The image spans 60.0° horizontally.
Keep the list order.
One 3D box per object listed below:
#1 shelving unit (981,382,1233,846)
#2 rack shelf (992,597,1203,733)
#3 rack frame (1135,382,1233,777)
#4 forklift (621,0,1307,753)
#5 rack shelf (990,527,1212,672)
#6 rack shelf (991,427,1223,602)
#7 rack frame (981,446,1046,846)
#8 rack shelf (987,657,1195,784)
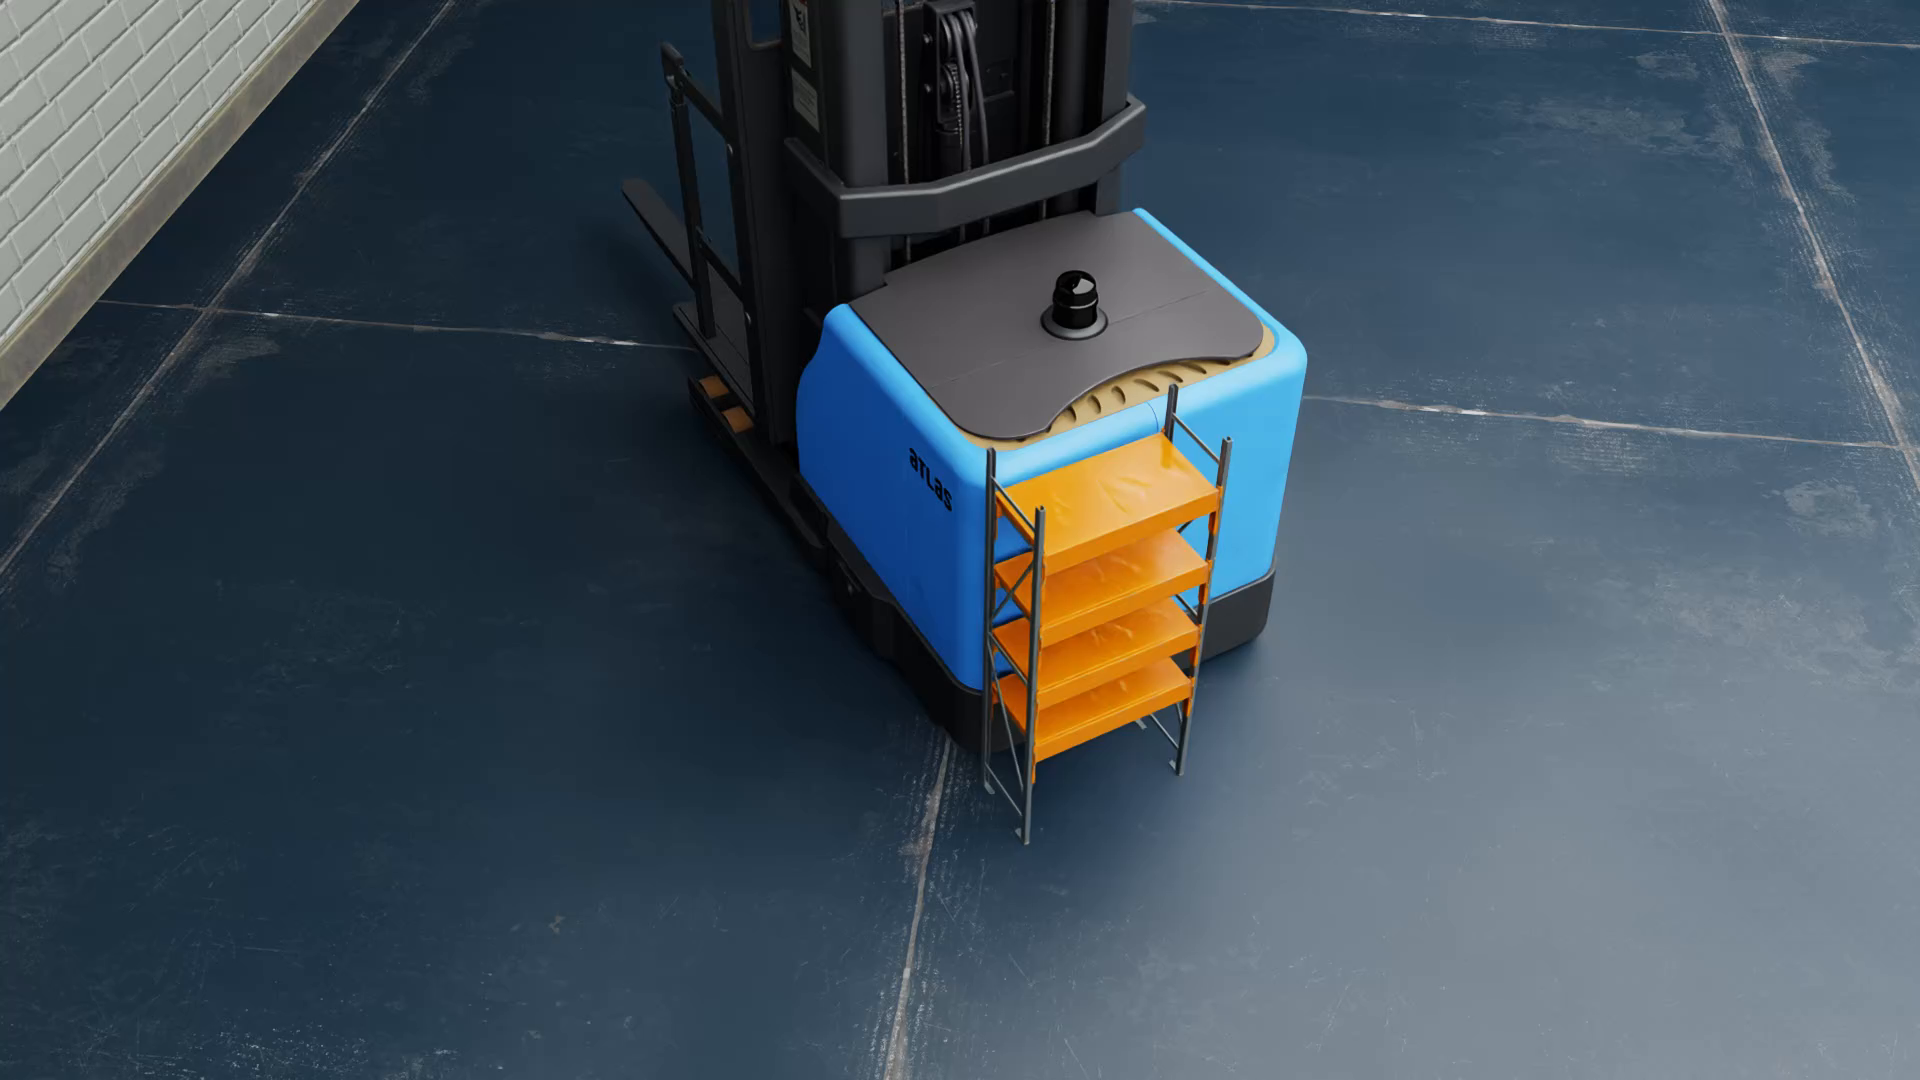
[{"bbox_3d":[0.336,0.219,4.145,0.503,1.200,0.258,-20,47,-20],"label":"shelving unit"},{"bbox_3d":[0.336,0.268,4.191,0.480,0.148,0.258,-20,47,-20],"label":"rack shelf"},{"bbox_3d":[0.551,0.140,4.229,0.015,1.200,0.240,-20,47,-20],"label":"rack frame"},{"bbox_3d":[-0.262,-1.486,4.688,1.130,2.935,3.031,-21,47,-21],"label":"forklift"},{"bbox_3d":[0.336,0.106,4.037,0.480,0.148,0.258,-20,47,-20],"label":"rack shelf"},{"bbox_3d":[0.337,-0.065,3.874,0.480,0.148,0.258,-20,47,-20],"label":"rack shelf"},{"bbox_3d":[0.121,0.299,4.061,0.015,1.200,0.240,-20,47,-20],"label":"rack frame"},{"bbox_3d":[0.336,0.412,4.328,0.480,0.148,0.258,-20,47,-20],"label":"rack shelf"}]
